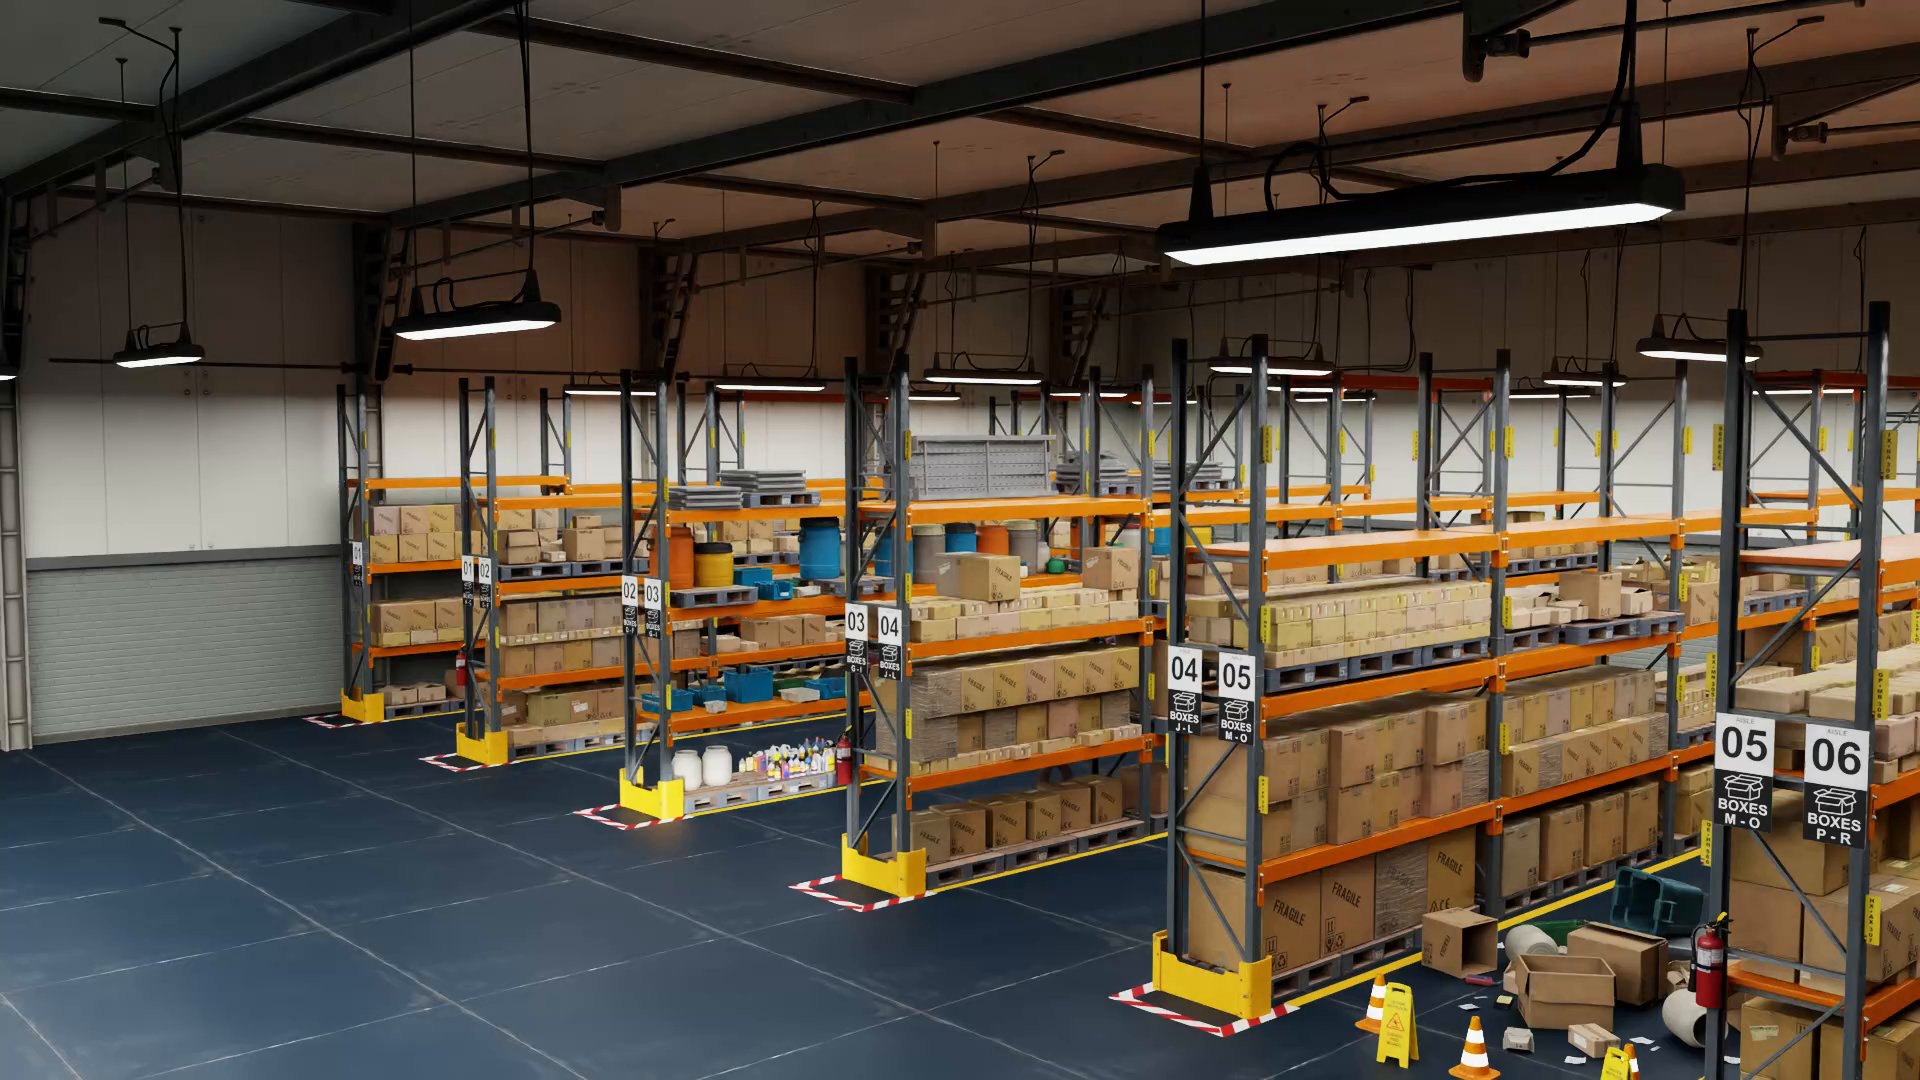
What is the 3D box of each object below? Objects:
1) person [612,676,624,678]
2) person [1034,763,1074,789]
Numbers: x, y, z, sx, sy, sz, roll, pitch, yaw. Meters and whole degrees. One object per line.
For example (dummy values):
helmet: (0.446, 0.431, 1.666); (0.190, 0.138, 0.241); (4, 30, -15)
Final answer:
person: (-6.164, 2.369, 29.835); (0.559, 1.677, 0.675); (2, 4, 29)
person: (1.259, 2.772, 23.259); (0.886, 1.679, 0.576); (-1, 4, -13)
